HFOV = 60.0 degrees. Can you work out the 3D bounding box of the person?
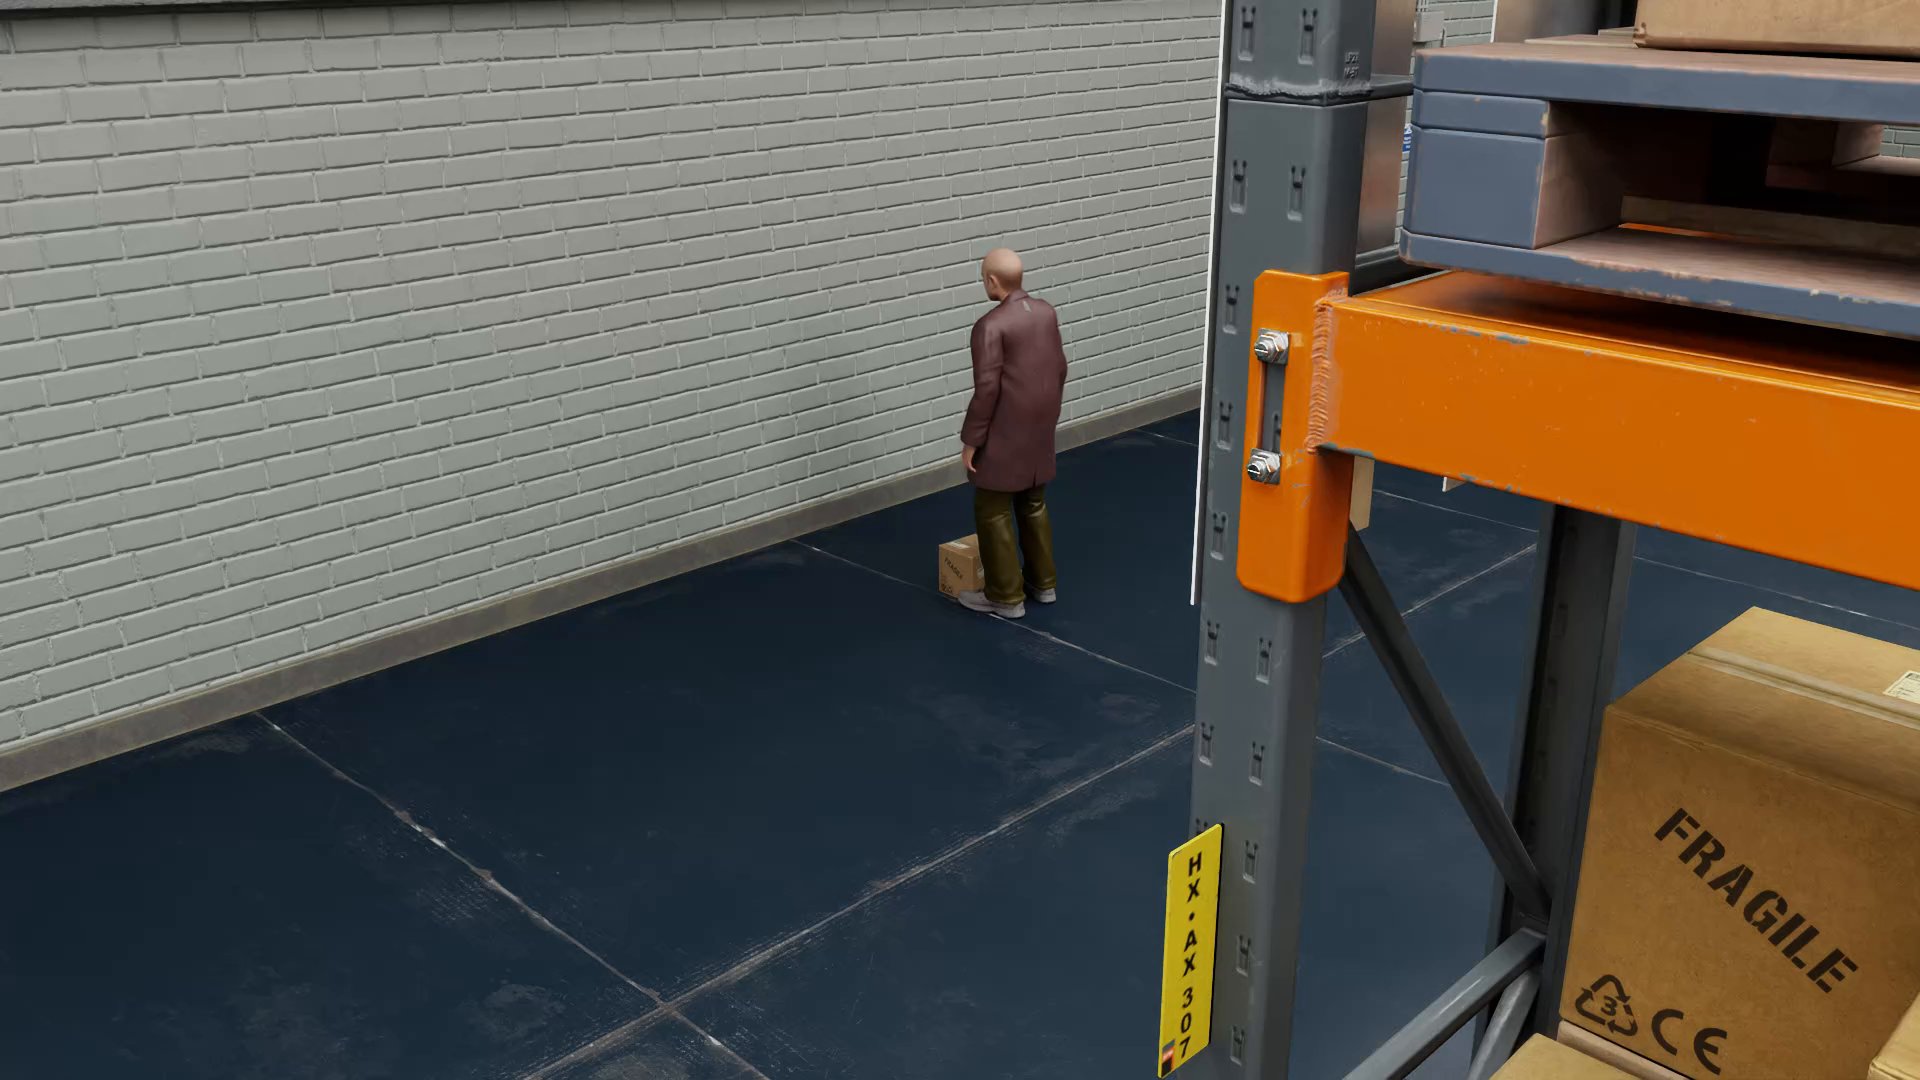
[{"bbox_3d":[0.250,-0.511,7.981,0.420,1.774,0.643,19,27,41],"label":"person"}]
